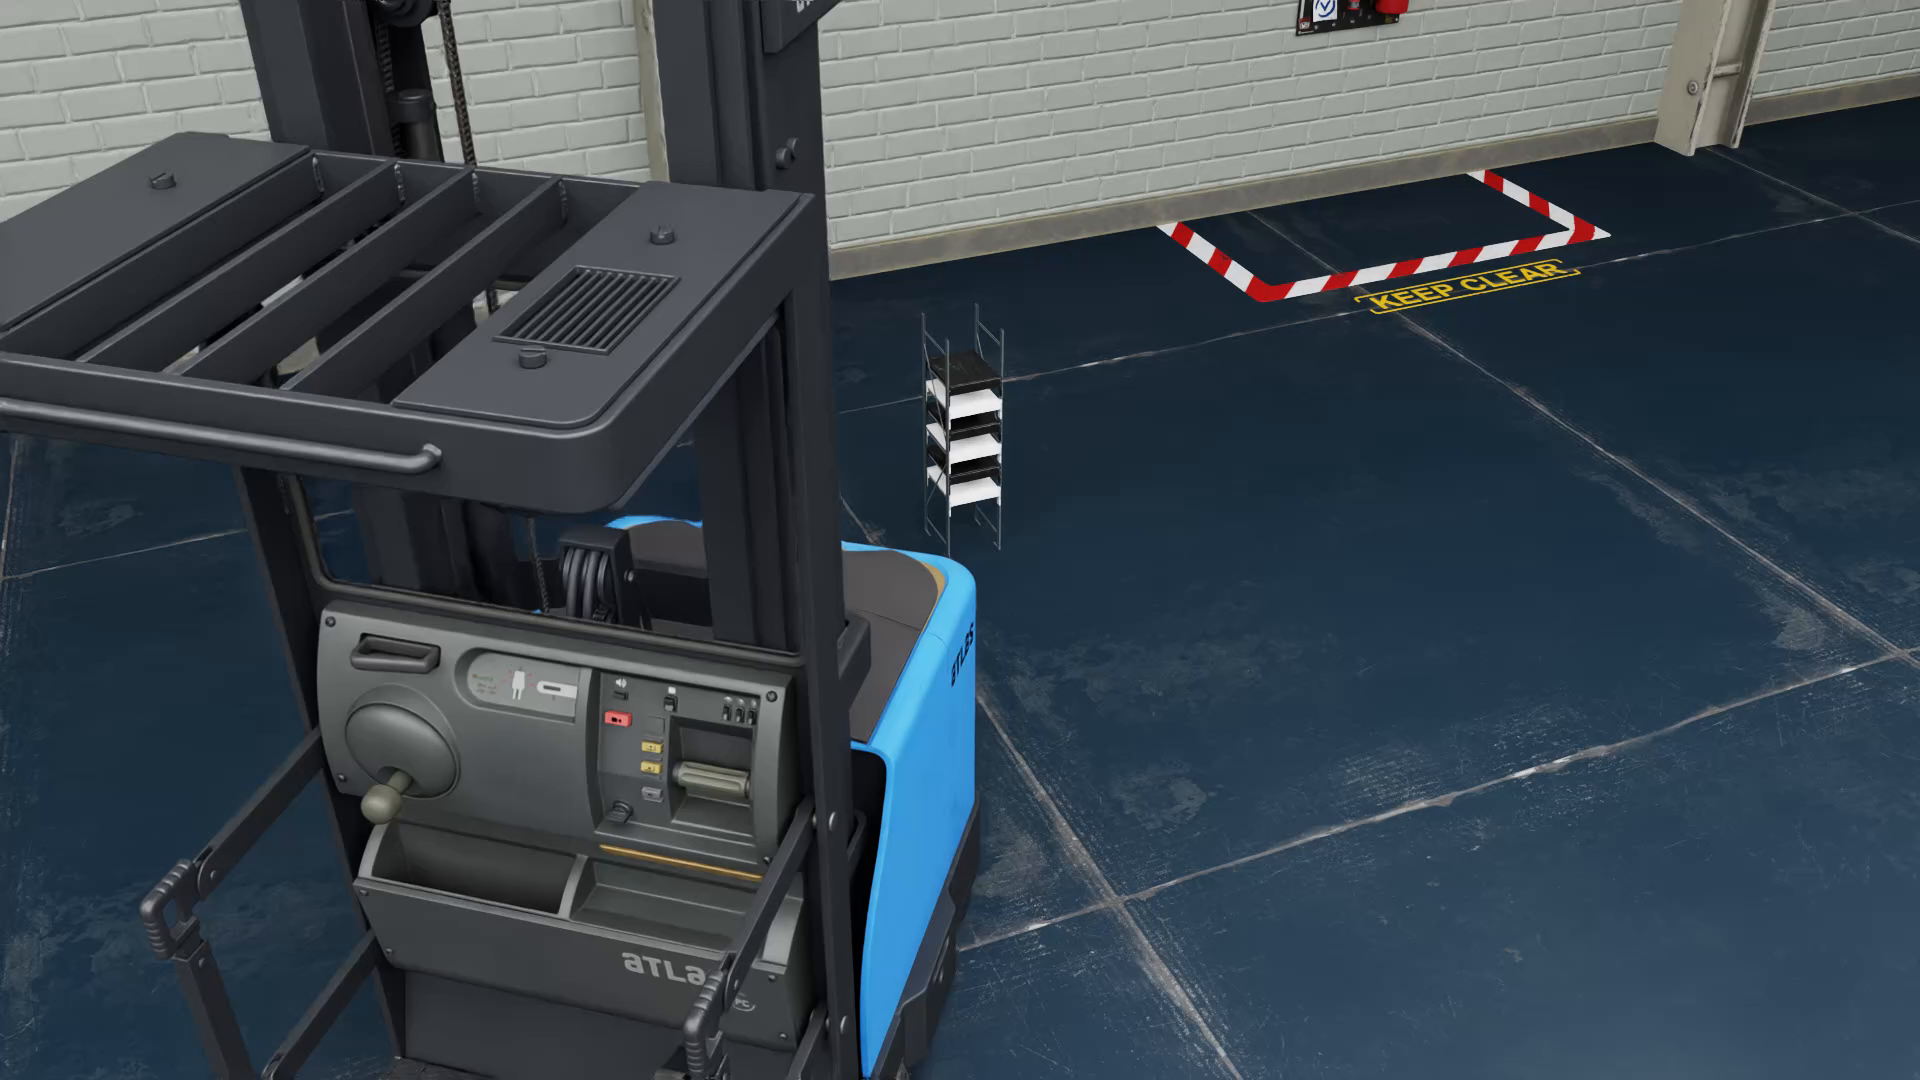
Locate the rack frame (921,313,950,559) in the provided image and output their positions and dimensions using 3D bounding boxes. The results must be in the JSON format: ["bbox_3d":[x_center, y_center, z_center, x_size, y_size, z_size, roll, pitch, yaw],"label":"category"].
[{"bbox_3d":[-0.086,-0.357,5.974,0.006,0.900,0.240,-13,35,-19],"label":"rack frame"}]

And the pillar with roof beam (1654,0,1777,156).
[{"bbox_3d":[6.024,-3.961,4.087,0.400,9.000,9.100,-13,35,-19],"label":"pillar with roof beam"}]

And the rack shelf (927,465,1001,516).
[{"bbox_3d":[0.007,-0.200,6.124,0.200,0.077,0.258,-13,35,-19],"label":"rack shelf"}]

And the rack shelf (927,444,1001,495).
[{"bbox_3d":[0.007,-0.276,6.074,0.200,0.077,0.258,-13,35,-19],"label":"rack shelf"}]

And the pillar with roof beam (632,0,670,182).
[{"bbox_3d":[0.492,-2.695,2.140,0.400,9.000,9.100,-13,35,-19],"label":"pillar with roof beam"}]

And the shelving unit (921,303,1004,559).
[{"bbox_3d":[0.007,-0.379,6.007,0.210,0.900,0.258,-13,35,-19],"label":"shelving unit"}]

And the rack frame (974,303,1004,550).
[{"bbox_3d":[0.101,-0.400,6.040,0.006,0.900,0.240,-13,35,-19],"label":"rack frame"}]

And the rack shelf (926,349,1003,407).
[{"bbox_3d":[0.007,-0.577,5.878,0.200,0.077,0.258,-13,35,-19],"label":"rack shelf"}]

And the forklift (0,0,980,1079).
[{"bbox_3d":[-0.818,0.429,2.903,1.130,2.935,3.031,8,34,12],"label":"forklift"}]

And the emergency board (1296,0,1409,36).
[{"bbox_3d":[2.064,-3.109,8.278,0.643,1.169,0.194,-13,35,-19],"label":"emergency board"}]

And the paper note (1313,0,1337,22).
[{"bbox_3d":[1.874,-2.737,8.514,0.142,0.148,0.016,-13,35,-19],"label":"paper note"}]

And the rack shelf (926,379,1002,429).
[{"bbox_3d":[0.007,-0.502,5.927,0.200,0.077,0.258,-13,35,-19],"label":"rack shelf"}]

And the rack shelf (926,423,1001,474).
[{"bbox_3d":[0.007,-0.351,6.025,0.200,0.077,0.258,-13,35,-19],"label":"rack shelf"}]

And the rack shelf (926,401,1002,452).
[{"bbox_3d":[0.007,-0.426,5.976,0.200,0.077,0.258,-13,35,-19],"label":"rack shelf"}]
